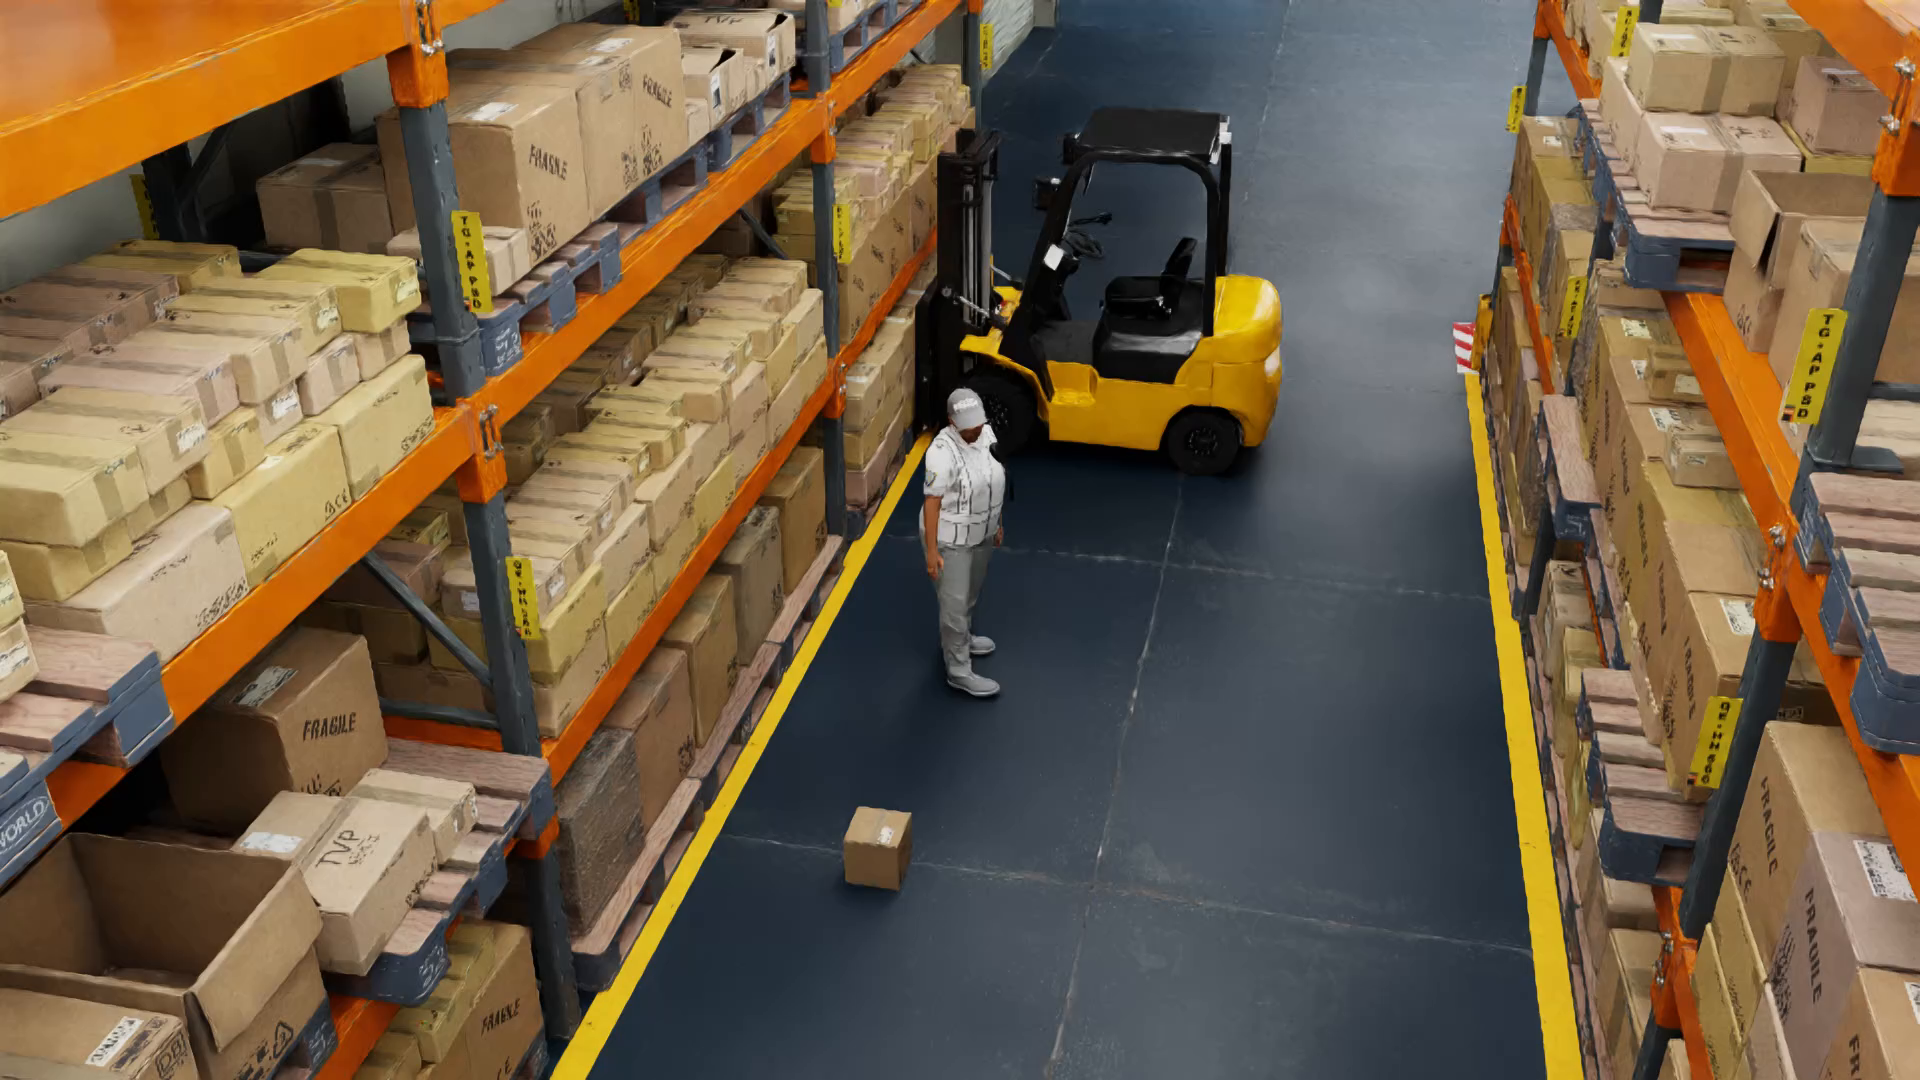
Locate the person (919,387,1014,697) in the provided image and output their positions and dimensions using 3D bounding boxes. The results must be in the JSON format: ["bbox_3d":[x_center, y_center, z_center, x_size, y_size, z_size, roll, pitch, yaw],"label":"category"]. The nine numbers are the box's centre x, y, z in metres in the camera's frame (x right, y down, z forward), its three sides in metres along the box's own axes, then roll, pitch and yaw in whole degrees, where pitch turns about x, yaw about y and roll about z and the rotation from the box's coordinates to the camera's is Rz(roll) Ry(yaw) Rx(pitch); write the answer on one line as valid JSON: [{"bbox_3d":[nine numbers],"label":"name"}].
[{"bbox_3d":[0.047,-0.013,8.592,0.547,1.661,0.583,21,35,33],"label":"person"}]
